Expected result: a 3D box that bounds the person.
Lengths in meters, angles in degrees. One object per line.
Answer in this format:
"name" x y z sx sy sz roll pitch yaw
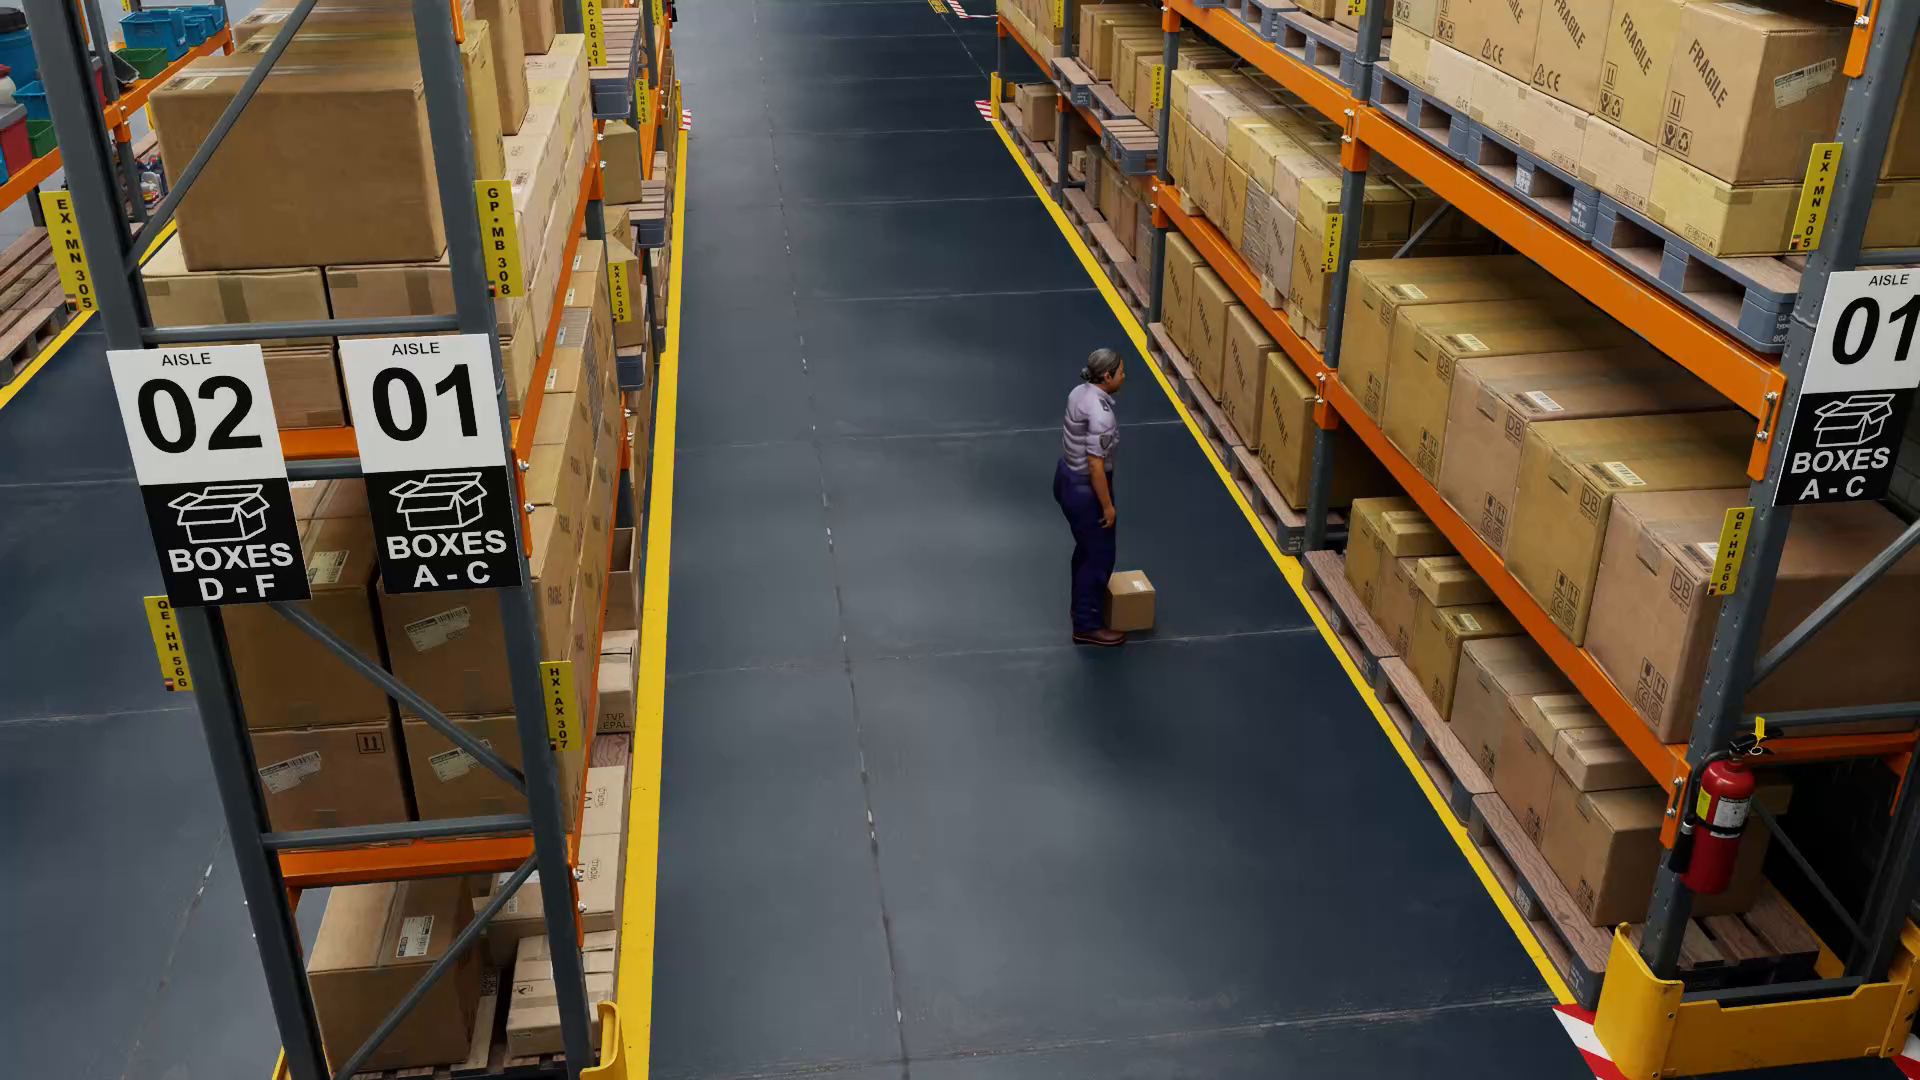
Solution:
"person" 0.741 -0.260 9.130 0.421 1.652 0.564 -5 28 -10
